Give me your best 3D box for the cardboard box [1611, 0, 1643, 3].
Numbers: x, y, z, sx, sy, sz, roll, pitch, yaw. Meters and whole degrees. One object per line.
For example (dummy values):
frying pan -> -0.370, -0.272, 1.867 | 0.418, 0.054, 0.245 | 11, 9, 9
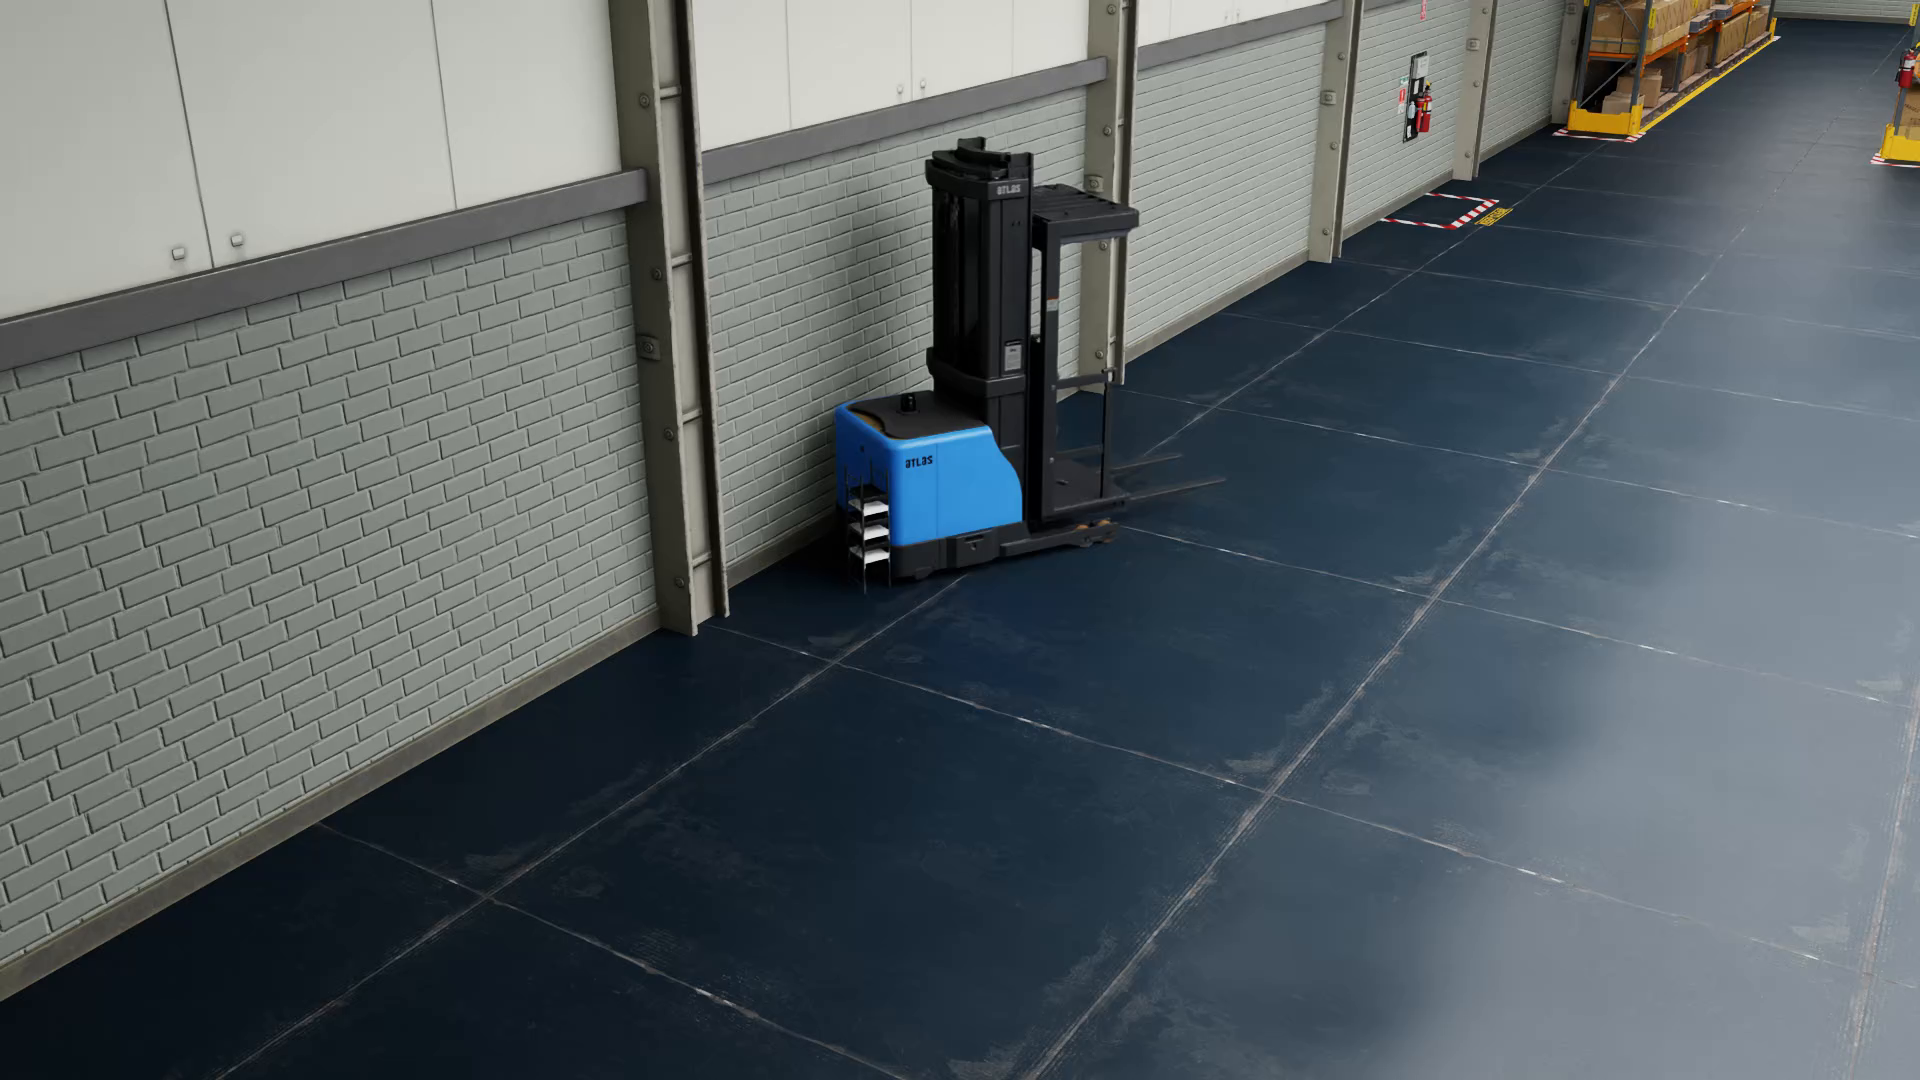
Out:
cardboard box -> 11.825, -9.345, 29.617 | 0.500, 0.500, 0.500 | 13, 27, 28

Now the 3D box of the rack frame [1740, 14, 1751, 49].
rack frame -> 17.544, -12.564, 37.833 | 1.000, 3.000, 0.127 | 14, 27, 29

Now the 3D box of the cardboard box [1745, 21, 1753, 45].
cardboard box -> 18.026, -11.841, 38.780 | 0.700, 0.500, 0.500 | 14, 27, 30

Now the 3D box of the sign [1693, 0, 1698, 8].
sign -> 13.789, -10.150, 31.167 | 0.100, 0.325, 0.005 | 14, 27, 29

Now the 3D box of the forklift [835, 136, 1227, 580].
forklift -> 0.616, -1.461, 12.271 | 3.031, 2.935, 1.130 | -12, 26, -25

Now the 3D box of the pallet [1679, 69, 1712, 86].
pallet -> 15.021, -9.671, 34.660 | 1.003, 0.211, 1.213 | 14, 27, 29

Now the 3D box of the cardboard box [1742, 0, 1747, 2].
cardboard box -> 17.229, -12.015, 36.856 | 0.380, 0.149, 0.250 | 14, 27, 29

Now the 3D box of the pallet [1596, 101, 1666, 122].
pallet -> 12.357, -7.937, 30.654 | 1.003, 0.211, 1.213 | 14, 27, 29

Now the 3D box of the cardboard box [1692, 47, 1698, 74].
cardboard box -> 14.728, -9.866, 34.192 | 0.700, 0.500, 0.500 | 14, 27, 29

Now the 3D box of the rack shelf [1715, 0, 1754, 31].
rack shelf -> 16.489, -11.559, 36.417 | 1.077, 0.370, 4.000 | 14, 27, 29

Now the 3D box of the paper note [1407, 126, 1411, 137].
paper note -> 6.196, -5.631, 22.926 | 0.016, 0.148, 0.142 | 14, 27, 29

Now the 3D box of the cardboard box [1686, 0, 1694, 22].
cardboard box -> 13.338, -9.924, 30.954 | 0.500, 0.500, 0.500 | 14, 27, 29

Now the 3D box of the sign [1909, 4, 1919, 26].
sign -> 14.971, -8.236, 26.079 | 0.100, 0.325, 0.005 | 14, 27, 29

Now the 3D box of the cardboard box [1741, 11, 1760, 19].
cardboard box -> 18.637, -12.392, 39.236 | 0.380, 0.149, 0.250 | 13, 27, 27

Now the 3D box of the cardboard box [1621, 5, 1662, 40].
cardboard box -> 11.722, -8.897, 28.581 | 0.500, 0.500, 0.500 | 14, 27, 29

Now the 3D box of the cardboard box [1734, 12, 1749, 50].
cardboard box -> 17.312, -11.524, 37.607 | 0.750, 0.750, 0.750 | 14, 27, 30

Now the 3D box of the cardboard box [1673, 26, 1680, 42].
cardboard box -> 12.810, -9.242, 30.322 | 0.500, 0.250, 0.500 | 14, 27, 29

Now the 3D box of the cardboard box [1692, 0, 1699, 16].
cardboard box -> 13.923, -10.464, 32.301 | 0.700, 0.500, 0.500 | 17, 29, 34

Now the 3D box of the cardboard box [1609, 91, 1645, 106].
cardboard box -> 11.957, -7.889, 29.864 | 0.500, 0.311, 0.500 | 16, 28, 33

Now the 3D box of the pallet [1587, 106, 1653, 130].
pallet -> 11.713, -7.527, 29.707 | 1.003, 0.211, 1.213 | 14, 27, 29

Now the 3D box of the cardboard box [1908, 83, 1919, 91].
cardboard box -> 15.970, -7.336, 27.745 | 0.500, 0.500, 0.500 | 14, 27, 29

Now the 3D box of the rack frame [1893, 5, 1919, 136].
rack frame -> 15.425, -7.477, 26.082 | 1.000, 3.000, 0.127 | 14, 27, 29

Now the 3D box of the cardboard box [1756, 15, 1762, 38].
cardboard box -> 18.841, -12.364, 39.988 | 0.700, 0.500, 0.500 | 13, 27, 27

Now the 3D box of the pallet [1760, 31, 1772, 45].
pallet -> 19.299, -12.348, 40.844 | 1.003, 0.211, 1.213 | 14, 27, 29

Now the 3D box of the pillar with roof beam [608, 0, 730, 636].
pillar with roof beam -> 1.846, -2.682, 7.455 | 9.100, 9.000, 0.400 | 14, 27, 29

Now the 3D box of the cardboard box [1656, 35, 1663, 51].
cardboard box -> 12.003, -8.731, 29.142 | 0.500, 0.250, 0.500 | 13, 27, 27

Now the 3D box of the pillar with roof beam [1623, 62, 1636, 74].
pillar with roof beam -> 17.671, -12.808, 30.844 | 9.100, 9.000, 0.400 | 14, 27, 29

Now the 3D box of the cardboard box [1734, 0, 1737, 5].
cardboard box -> 16.749, -11.778, 36.308 | 0.380, 0.149, 0.250 | 15, 27, 31

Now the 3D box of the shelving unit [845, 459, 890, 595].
shelving unit -> -0.646, -0.090, 11.661 | 0.210, 0.900, 0.258 | -14, 27, -30

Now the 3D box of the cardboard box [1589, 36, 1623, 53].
cardboard box -> 11.296, -8.653, 28.961 | 0.500, 0.250, 0.500 | 14, 27, 30

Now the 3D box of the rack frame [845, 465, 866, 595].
rack frame -> -0.732, -0.068, 11.610 | 0.006, 0.900, 0.240 | -14, 27, -30

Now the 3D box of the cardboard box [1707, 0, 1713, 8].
cardboard box -> 14.923, -11.107, 33.787 | 0.700, 0.500, 0.500 | 11, 26, 24

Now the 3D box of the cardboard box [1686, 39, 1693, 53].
cardboard box -> 14.478, -10.005, 33.571 | 0.500, 0.250, 0.500 | 14, 27, 29

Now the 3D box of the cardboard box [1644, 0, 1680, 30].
cardboard box -> 12.531, -9.411, 29.769 | 0.500, 0.500, 0.500 | 15, 27, 31

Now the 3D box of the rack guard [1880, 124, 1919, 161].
rack guard -> 15.412, -6.322, 26.560 | 1.175, 0.500, 0.348 | 14, 27, 29

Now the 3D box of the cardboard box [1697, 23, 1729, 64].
cardboard box -> 15.934, -10.641, 35.568 | 0.750, 0.750, 0.750 | 13, 27, 28

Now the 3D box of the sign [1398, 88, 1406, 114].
sign -> 5.969, -5.932, 22.468 | 0.001, 0.329, 0.234 | 14, 27, 29

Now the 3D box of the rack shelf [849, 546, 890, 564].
rack shelf -> -0.646, 0.106, 11.746 | 0.200, 0.077, 0.258 | -14, 27, -30

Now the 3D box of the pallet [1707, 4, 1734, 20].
pallet -> 15.149, -10.863, 34.145 | 1.213, 0.211, 1.003 | 14, 27, 29

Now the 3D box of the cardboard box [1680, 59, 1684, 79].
cardboard box -> 13.928, -9.356, 33.014 | 0.700, 0.500, 0.500 | 13, 27, 28

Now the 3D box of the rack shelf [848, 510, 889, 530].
rack shelf -> -0.646, -0.142, 11.638 | 0.200, 0.077, 0.258 | -14, 27, -30
